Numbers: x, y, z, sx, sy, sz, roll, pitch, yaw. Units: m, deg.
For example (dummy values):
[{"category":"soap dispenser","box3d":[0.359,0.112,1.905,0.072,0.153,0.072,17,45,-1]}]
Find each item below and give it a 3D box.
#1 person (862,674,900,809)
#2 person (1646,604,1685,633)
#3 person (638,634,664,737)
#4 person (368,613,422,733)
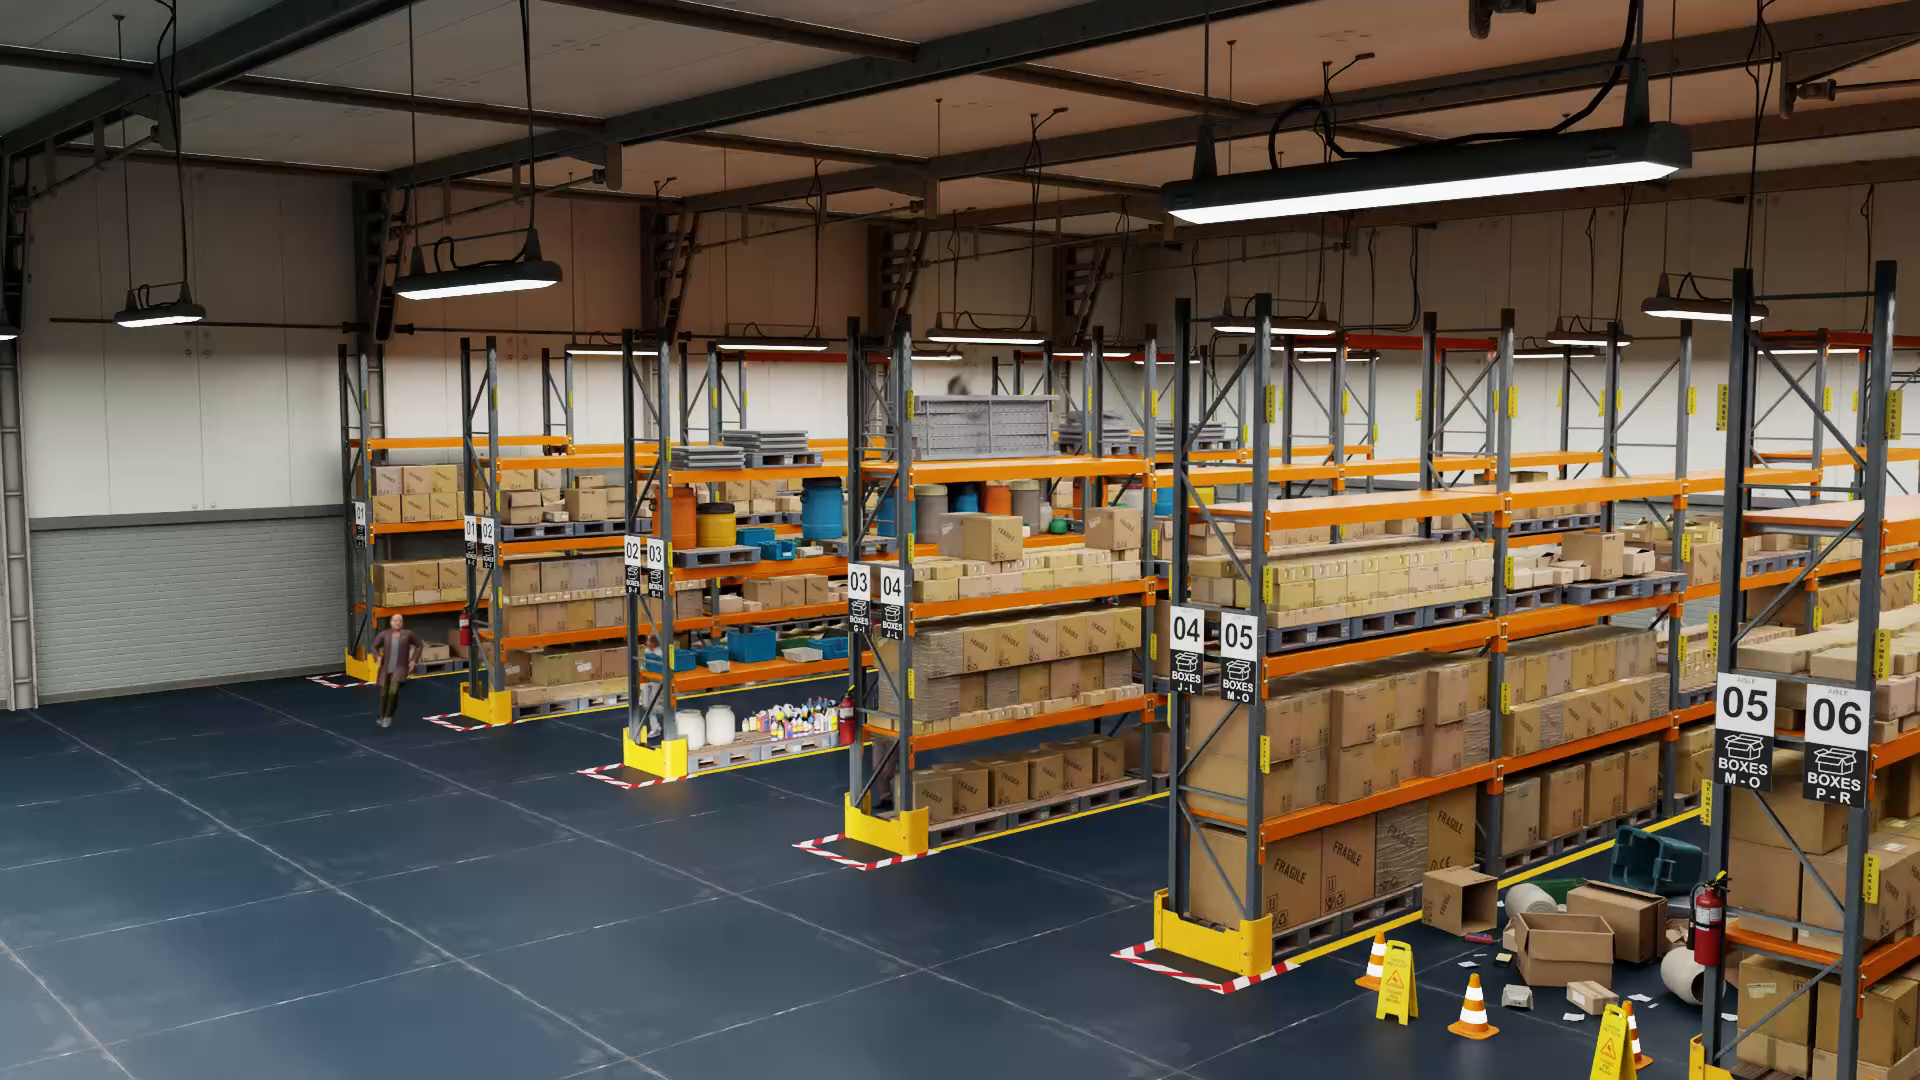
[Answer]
[{"category":"person","box3d":[-0.939,2.487,20.656,0.600,1.678,0.668,-5,7,-43]},{"category":"person","box3d":[11.879,1.827,27.977,0.712,1.688,0.607,4,6,35]},{"category":"person","box3d":[-4.651,2.168,24.729,0.553,1.563,0.527,4,6,36]},{"category":"person","box3d":[-8.666,2.011,25.477,0.736,1.802,0.777,-1,5,-6]}]
